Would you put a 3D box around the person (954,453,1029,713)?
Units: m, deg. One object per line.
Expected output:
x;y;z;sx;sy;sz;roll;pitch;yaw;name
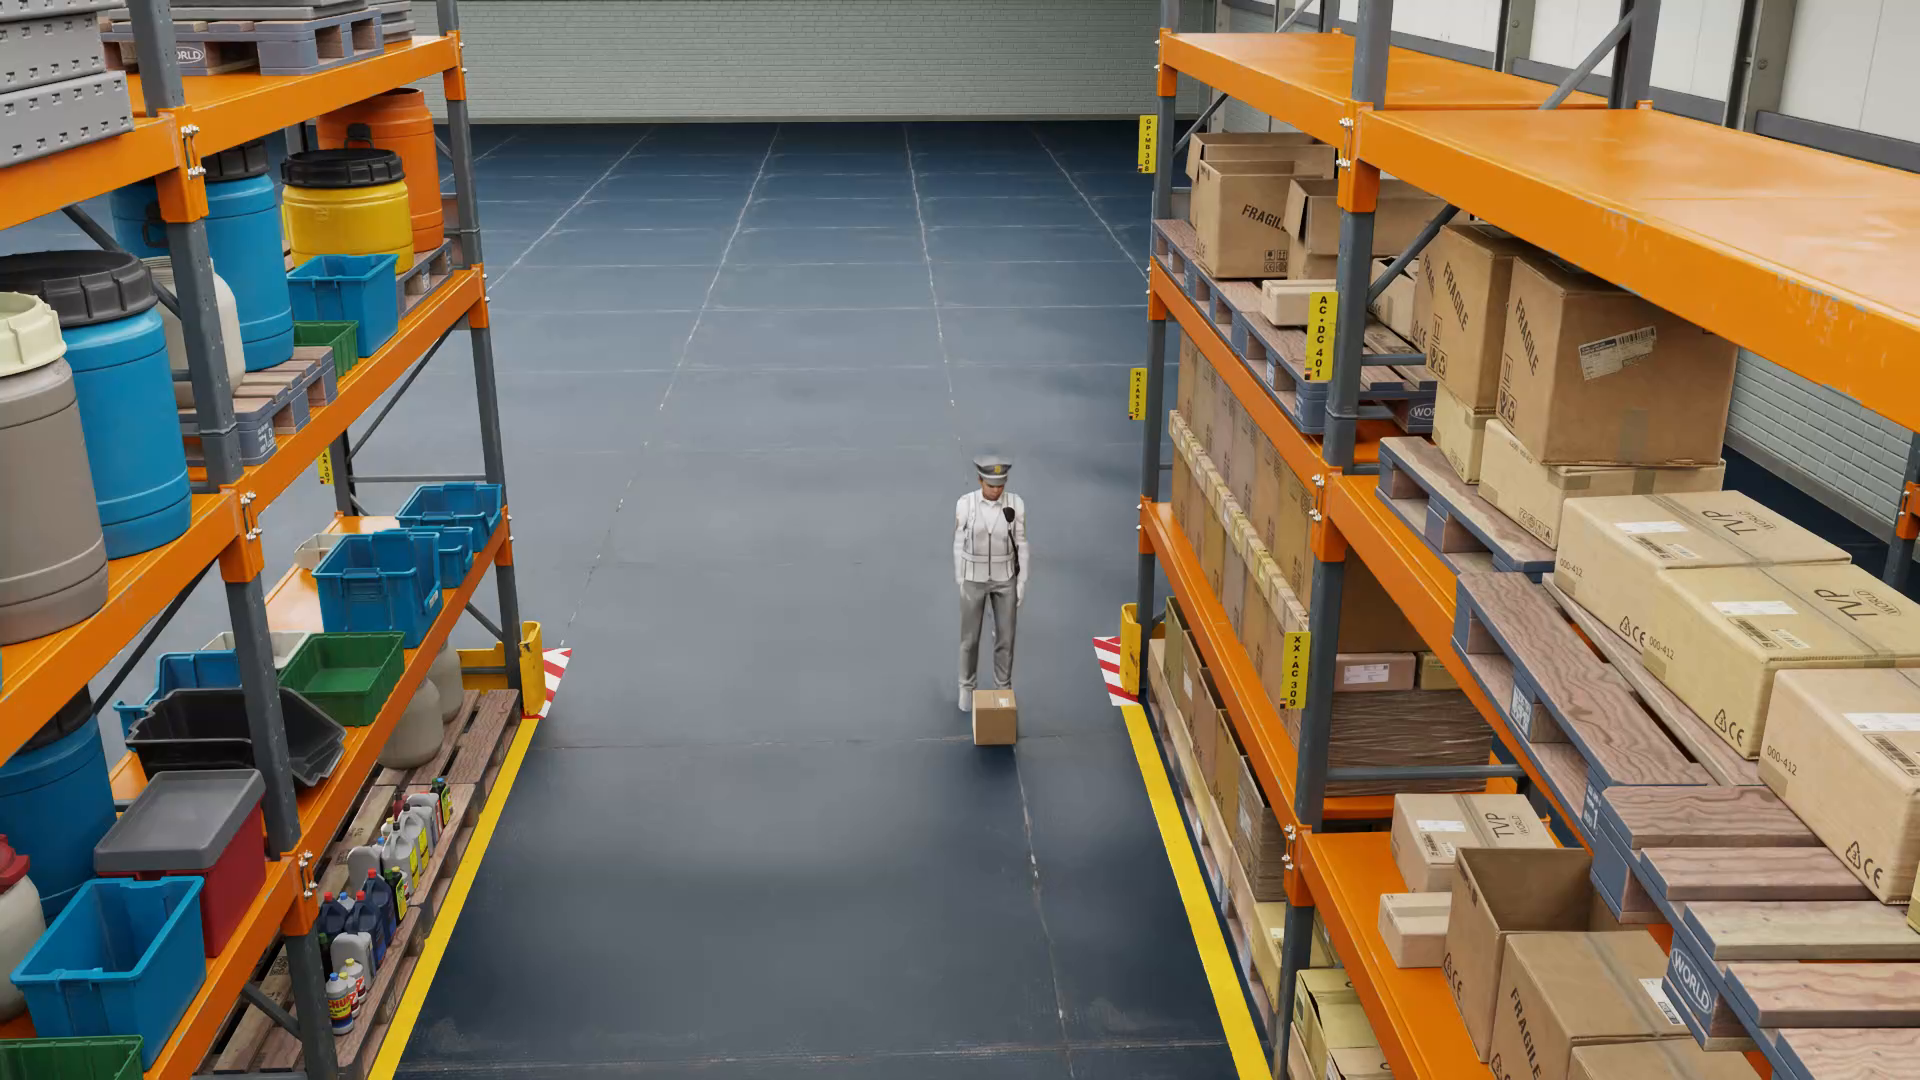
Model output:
0.198;0.271;10.376;0.470;1.672;0.328;-1;21;-4;person
